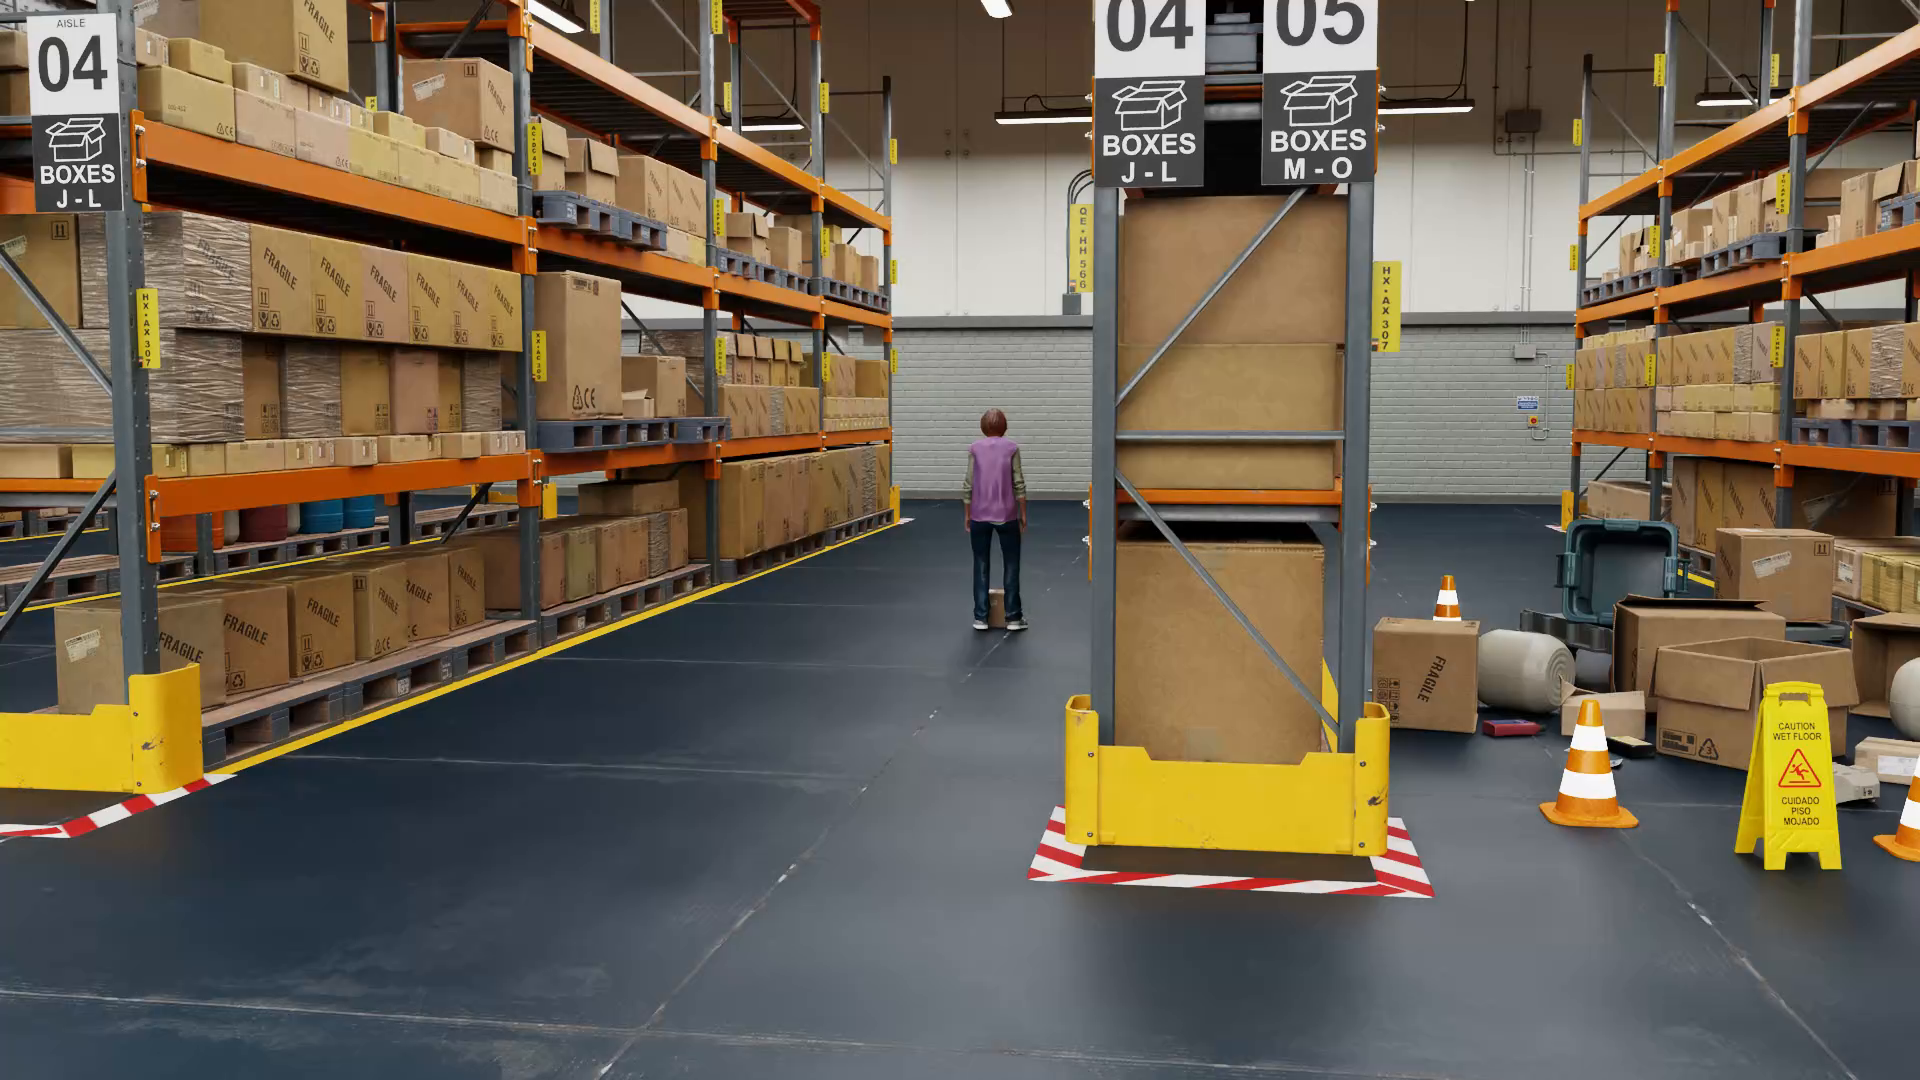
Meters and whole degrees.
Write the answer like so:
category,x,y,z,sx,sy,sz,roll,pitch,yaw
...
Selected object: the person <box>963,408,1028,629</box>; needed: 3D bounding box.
category,x,y,z,sx,sy,sz,roll,pitch,yaw
person,0.251,-0.148,11.935,0.461,1.593,0.343,1,5,9
